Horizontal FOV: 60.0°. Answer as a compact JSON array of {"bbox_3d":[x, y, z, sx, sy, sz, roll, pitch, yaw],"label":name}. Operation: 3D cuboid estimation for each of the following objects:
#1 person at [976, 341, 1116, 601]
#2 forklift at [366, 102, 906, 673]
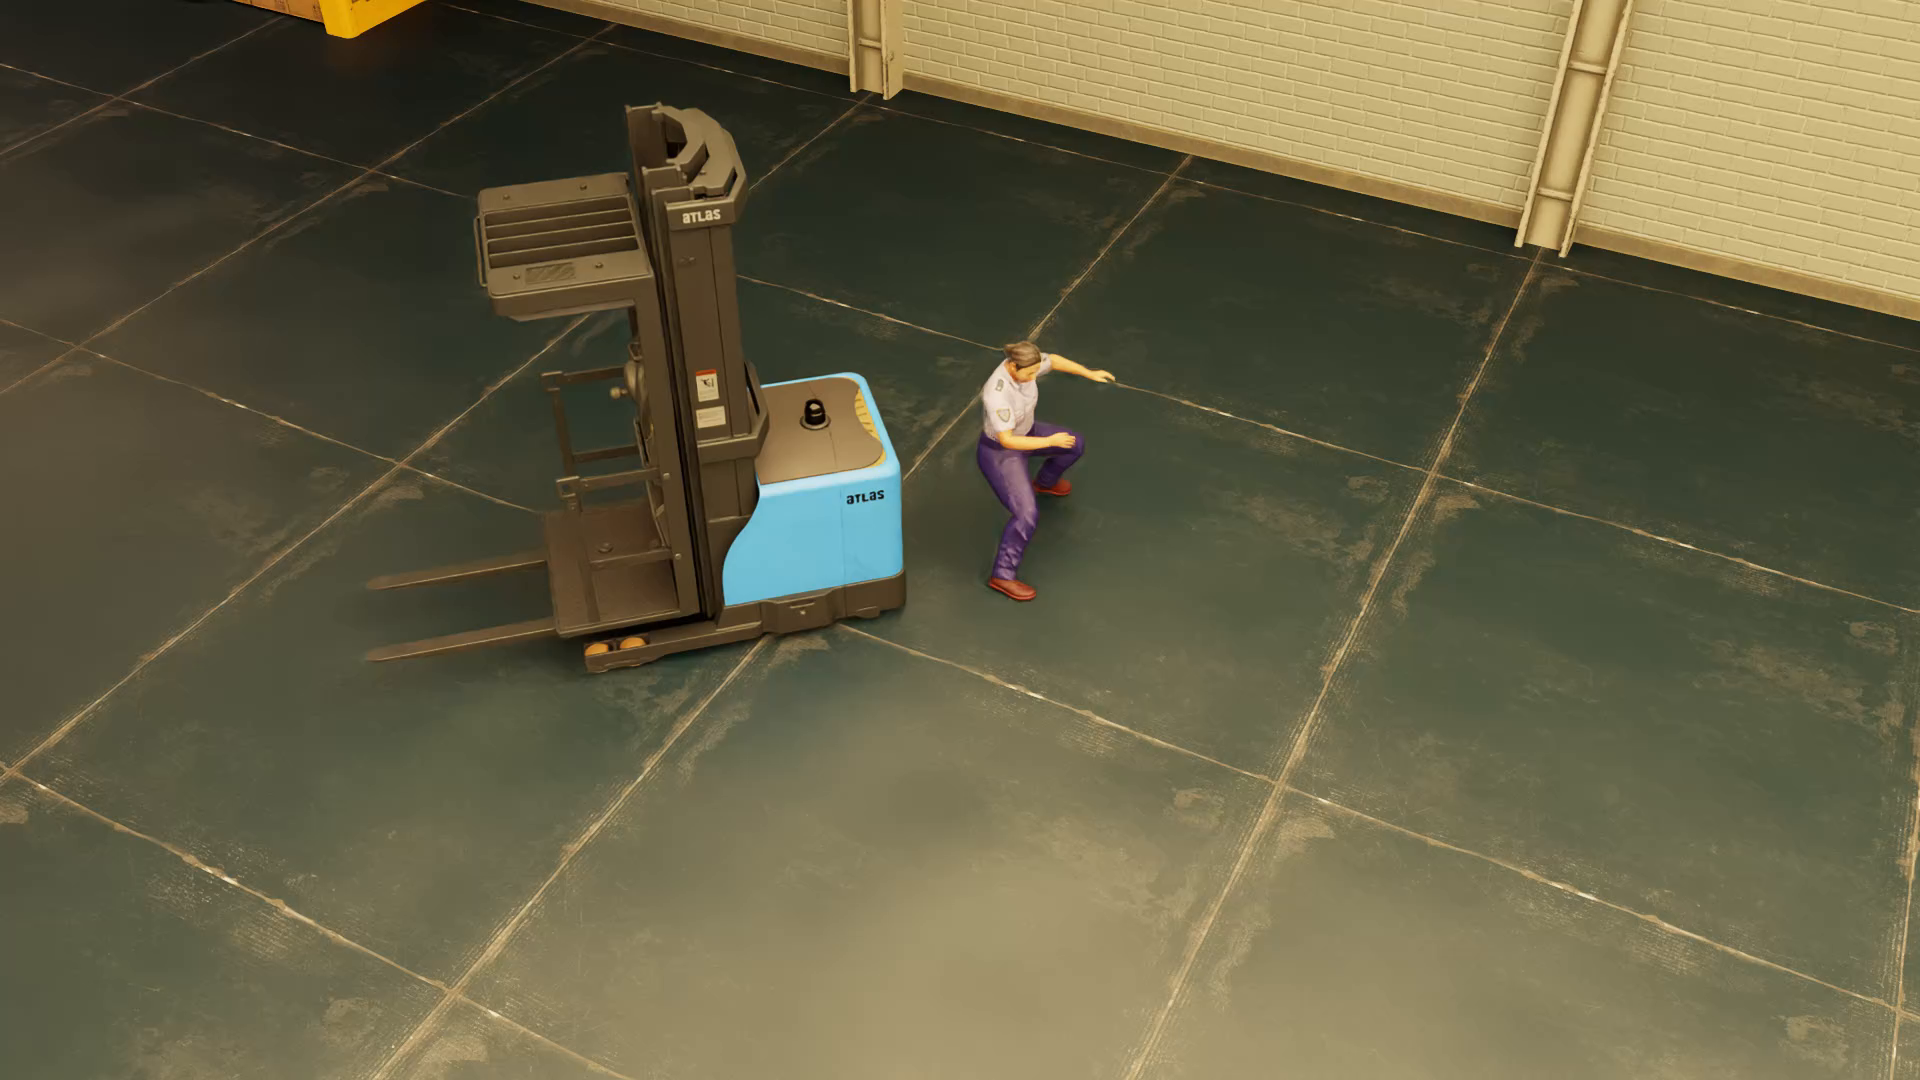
[{"bbox_3d":[0.447,-0.556,9.816,0.660,1.426,1.105,21,45,23],"label":"person"},{"bbox_3d":[-1.890,-0.752,8.879,3.031,2.935,1.130,-10,41,-12],"label":"forklift"}]
